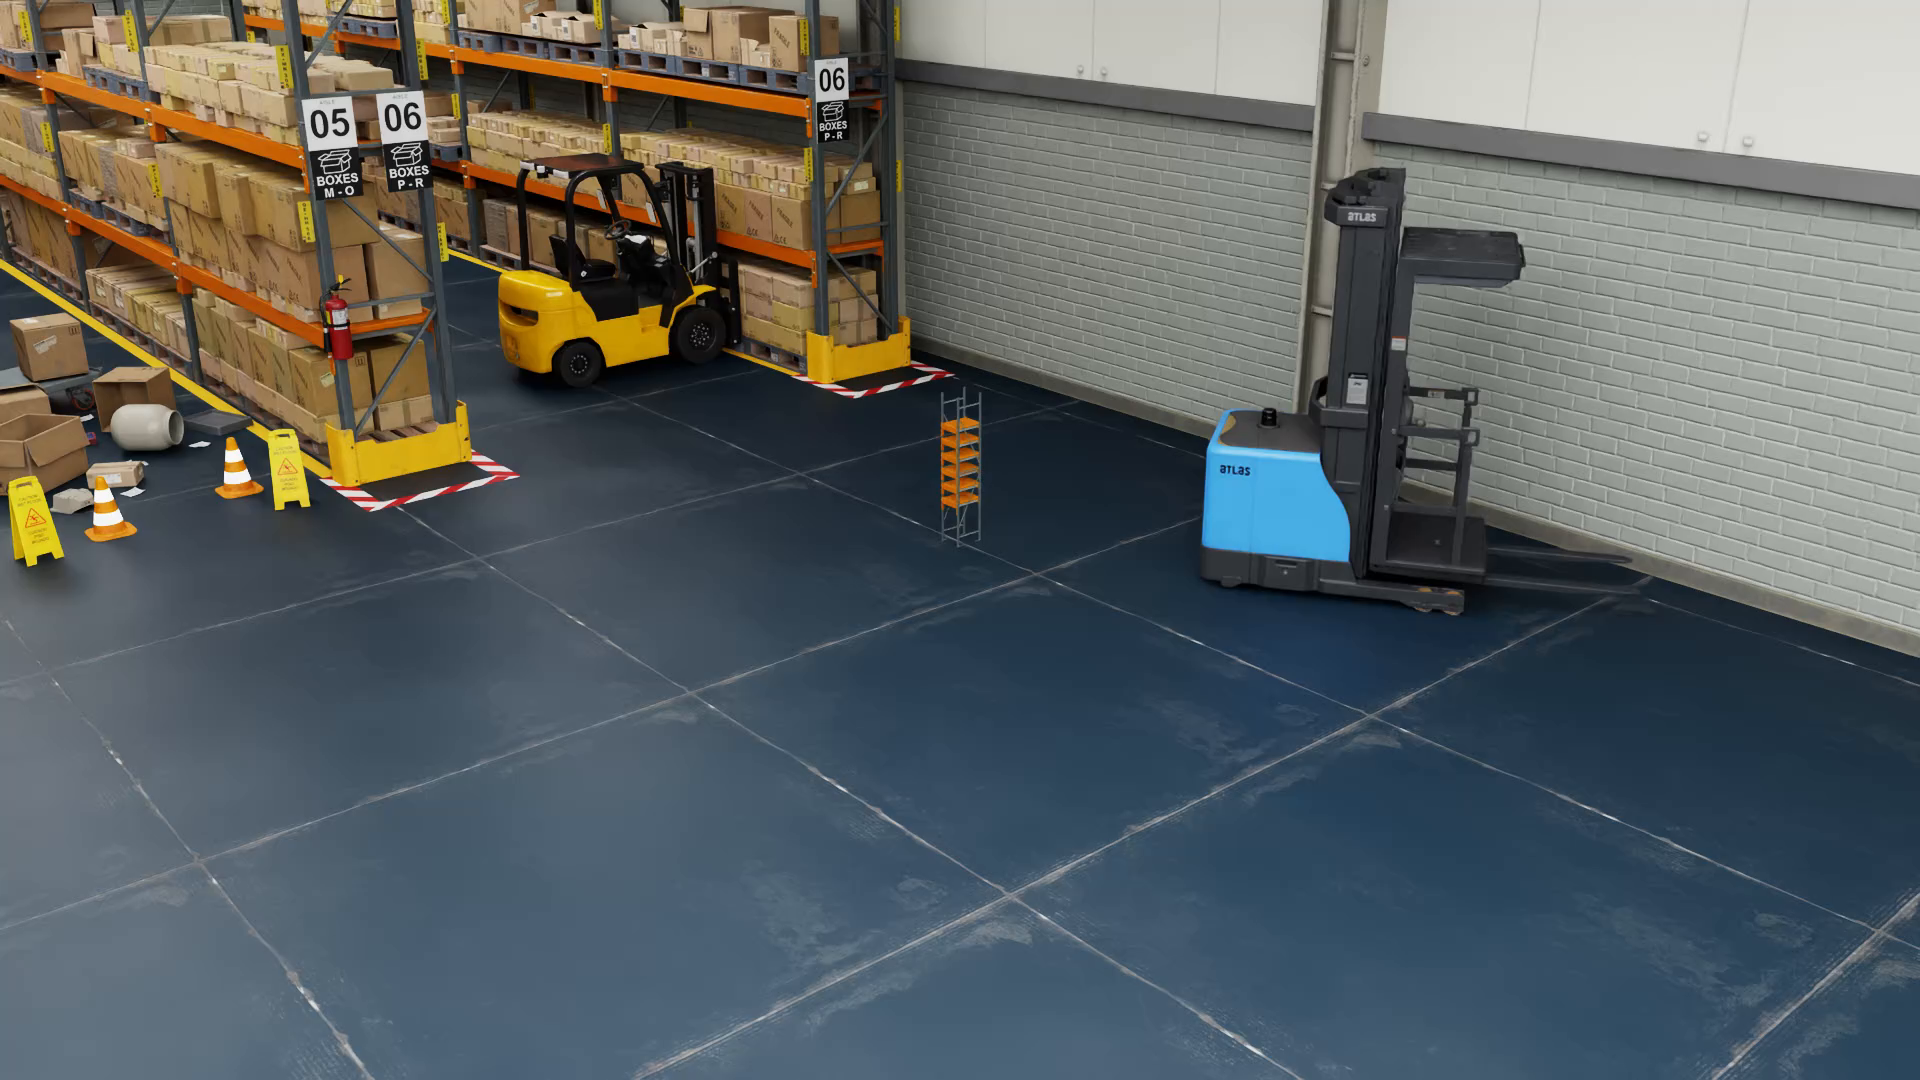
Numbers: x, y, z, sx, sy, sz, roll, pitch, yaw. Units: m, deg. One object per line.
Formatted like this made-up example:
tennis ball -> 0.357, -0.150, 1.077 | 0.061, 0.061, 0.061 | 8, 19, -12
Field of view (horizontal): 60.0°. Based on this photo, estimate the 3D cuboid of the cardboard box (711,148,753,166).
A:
cardboard box -> -2.470, -4.143, 18.015 | 0.380, 0.149, 0.250 | -17, 27, -37

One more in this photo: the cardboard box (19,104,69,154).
cardboard box -> -10.928, -4.945, 19.989 | 0.500, 0.500, 0.500 | -17, 27, -37

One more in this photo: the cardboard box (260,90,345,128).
cardboard box -> -5.367, -3.545, 13.607 | 0.500, 0.250, 0.500 | -18, 28, -38

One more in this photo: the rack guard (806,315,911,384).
rack guard -> -1.055, -2.015, 17.442 | 1.175, 0.500, 0.348 | -17, 27, -37

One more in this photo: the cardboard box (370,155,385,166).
cardboard box -> -8.665, -5.750, 25.106 | 0.380, 0.149, 0.250 | -19, 28, -40

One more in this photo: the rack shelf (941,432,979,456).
rack shelf -> 0.009, -0.737, 12.684 | 0.258, 0.103, 0.180 | -17, 27, -37

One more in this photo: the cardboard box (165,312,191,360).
cardboard box -> -7.784, -2.224, 17.576 | 0.950, 0.372, 0.625 | -17, 27, -37

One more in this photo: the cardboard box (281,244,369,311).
cardboard box -> -5.392, -2.272, 14.127 | 0.500, 0.500, 0.500 | -18, 28, -38

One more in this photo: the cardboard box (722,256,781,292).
cardboard box -> -2.282, -2.896, 18.087 | 0.500, 0.250, 0.500 | -17, 27, -37

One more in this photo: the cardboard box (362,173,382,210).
cardboard box -> -8.759, -5.345, 25.369 | 0.500, 0.500, 0.500 | -16, 26, -35

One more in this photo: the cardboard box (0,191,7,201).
cardboard box -> -13.575, -4.767, 23.978 | 0.875, 0.438, 0.875 | -18, 28, -39

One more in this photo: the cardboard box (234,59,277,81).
cardboard box -> -6.025, -4.053, 14.358 | 0.380, 0.149, 0.250 | -18, 28, -39

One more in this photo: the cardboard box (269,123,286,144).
cardboard box -> -5.461, -3.375, 13.720 | 0.380, 0.149, 0.250 | -17, 27, -37

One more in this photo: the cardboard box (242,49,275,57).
cardboard box -> -6.376, -4.439, 15.342 | 0.380, 0.149, 0.250 | -18, 28, -38

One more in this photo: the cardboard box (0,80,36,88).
cardboard box -> -12.789, -6.019, 22.731 | 0.500, 0.500, 0.500 | -17, 27, -37

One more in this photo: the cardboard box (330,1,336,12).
cardboard box -> -9.010, -7.845, 24.419 | 0.380, 0.149, 0.250 | -17, 27, -37

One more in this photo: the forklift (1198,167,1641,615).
forklift -> 3.315, -1.055, 11.658 | 3.031, 2.935, 1.130 | 6, 22, 15

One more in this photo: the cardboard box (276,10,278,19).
cardboard box -> -10.668, -8.383, 26.506 | 0.380, 0.149, 0.250 | -18, 28, -38

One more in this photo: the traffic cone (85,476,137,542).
traffic cone -> -6.706, -0.275, 13.051 | 0.336, 0.463, 0.334 | -17, 27, -37

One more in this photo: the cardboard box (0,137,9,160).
cardboard box -> -11.917, -5.009, 21.180 | 0.500, 0.250, 0.500 | -17, 27, -37

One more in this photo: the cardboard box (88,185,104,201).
cardboard box -> -9.513, -3.904, 18.606 | 0.380, 0.149, 0.250 | -17, 27, -37

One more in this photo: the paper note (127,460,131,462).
paper note -> -7.395, -0.672, 14.675 | 0.148, 0.019, 0.142 | -8, 23, -19

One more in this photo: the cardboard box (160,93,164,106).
cardboard box -> -7.422, -4.241, 15.931 | 0.380, 0.149, 0.250 | -18, 28, -38

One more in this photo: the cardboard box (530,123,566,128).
cardboard box -> -5.214, -5.183, 21.077 | 0.380, 0.149, 0.250 | -17, 27, -37

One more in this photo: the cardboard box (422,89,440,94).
cardboard box -> -7.907, -6.196, 23.977 | 0.700, 0.500, 0.500 | -18, 27, -38

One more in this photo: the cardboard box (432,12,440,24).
cardboard box -> -6.861, -7.025, 22.352 | 0.380, 0.149, 0.250 | -18, 28, -39

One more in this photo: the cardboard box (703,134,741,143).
cardboard box -> -2.719, -4.558, 19.073 | 0.380, 0.149, 0.250 | -18, 28, -38

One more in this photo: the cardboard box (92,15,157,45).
cardboard box -> -8.597, -5.269, 17.156 | 0.500, 0.250, 0.500 | -17, 27, -37

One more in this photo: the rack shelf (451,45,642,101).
rack shelf -> -4.987, -5.905, 20.820 | 1.077, 0.370, 4.000 | -17, 27, -37

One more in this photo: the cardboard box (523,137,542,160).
cardboard box -> -5.182, -4.955, 21.042 | 0.500, 0.250, 0.500 | -17, 27, -37

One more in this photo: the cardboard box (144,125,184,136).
cardboard box -> -8.769, -4.511, 18.377 | 0.380, 0.149, 0.250 | -19, 28, -40

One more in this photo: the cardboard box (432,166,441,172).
cardboard box -> -7.778, -5.511, 24.904 | 0.380, 0.149, 0.250 | -17, 27, -36

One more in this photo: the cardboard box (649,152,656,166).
cardboard box -> -3.312, -4.352, 18.955 | 0.380, 0.149, 0.250 | -18, 27, -38

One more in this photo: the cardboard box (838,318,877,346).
cardboard box -> -1.243, -2.283, 17.893 | 0.500, 0.250, 0.500 | -17, 27, -37

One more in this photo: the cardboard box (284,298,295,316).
cardboard box -> -5.635, -2.057, 14.468 | 0.380, 0.149, 0.250 | -18, 28, -38

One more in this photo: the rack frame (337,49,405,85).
rack frame -> -8.904, -6.501, 25.468 | 1.000, 3.000, 0.127 | -17, 27, -37

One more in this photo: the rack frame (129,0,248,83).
rack frame -> -7.440, -5.901, 15.711 | 1.000, 3.000, 0.127 | -17, 27, -37

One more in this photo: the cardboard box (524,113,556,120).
cardboard box -> -5.549, -5.571, 22.067 | 0.380, 0.149, 0.250 | -17, 27, -37

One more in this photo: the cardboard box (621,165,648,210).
cardboard box -> -3.590, -4.152, 19.335 | 0.500, 0.500, 0.500 | -18, 28, -39

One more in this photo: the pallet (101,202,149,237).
pallet -> -8.728, -3.586, 18.290 | 1.003, 0.211, 1.213 | -17, 27, -37

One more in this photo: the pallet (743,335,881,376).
pallet -> -1.602, -2.088, 18.026 | 1.003, 0.211, 1.213 | -17, 27, -37

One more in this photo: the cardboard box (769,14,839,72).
cardboard box -> -1.544, -4.935, 16.507 | 0.500, 0.500, 0.500 | -16, 27, -36

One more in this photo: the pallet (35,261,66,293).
pallet -> -11.300, -3.487, 21.597 | 1.003, 0.211, 1.213 | -17, 27, -37

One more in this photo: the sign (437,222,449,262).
sign -> -4.418, -2.535, 14.156 | 0.100, 0.325, 0.005 | -17, 27, -37

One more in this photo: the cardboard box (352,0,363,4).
cardboard box -> -8.492, -7.772, 23.825 | 0.380, 0.149, 0.250 | -18, 28, -38

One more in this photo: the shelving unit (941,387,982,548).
shelving unit -> 0.009, -0.555, 12.755 | 0.258, 1.200, 0.189 | -17, 27, -37

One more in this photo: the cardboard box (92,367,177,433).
cardboard box -> -7.771, -1.325, 15.678 | 0.500, 0.500, 0.500 | 0, 21, -1

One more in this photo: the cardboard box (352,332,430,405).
cardboard box -> -5.162, -1.562, 15.025 | 0.500, 0.500, 0.500 | -19, 28, -39

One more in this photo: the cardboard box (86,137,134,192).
cardboard box -> -9.235, -4.127, 18.286 | 0.500, 0.500, 0.500 | -17, 27, -37

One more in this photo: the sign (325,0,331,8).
sign -> -9.310, -8.007, 24.491 | 0.100, 0.325, 0.005 | -17, 27, -37

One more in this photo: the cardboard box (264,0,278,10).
cardboard box -> -10.760, -8.604, 26.522 | 0.500, 0.250, 0.500 | -18, 28, -39

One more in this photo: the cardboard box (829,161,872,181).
cardboard box -> -1.128, -3.816, 17.179 | 0.380, 0.149, 0.250 | -18, 28, -38

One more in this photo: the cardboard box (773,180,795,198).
cardboard box -> -1.699, -3.626, 17.103 | 0.380, 0.149, 0.250 | -17, 27, -37

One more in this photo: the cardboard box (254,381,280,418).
cardboard box -> -6.238, -1.365, 15.551 | 0.500, 0.250, 0.500 | -19, 28, -39

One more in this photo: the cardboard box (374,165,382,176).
cardboard box -> -8.632, -5.614, 25.166 | 0.380, 0.149, 0.250 | -18, 28, -39

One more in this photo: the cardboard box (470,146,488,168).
cardboard box -> -6.188, -5.145, 22.212 | 0.500, 0.250, 0.500 | -17, 27, -37
